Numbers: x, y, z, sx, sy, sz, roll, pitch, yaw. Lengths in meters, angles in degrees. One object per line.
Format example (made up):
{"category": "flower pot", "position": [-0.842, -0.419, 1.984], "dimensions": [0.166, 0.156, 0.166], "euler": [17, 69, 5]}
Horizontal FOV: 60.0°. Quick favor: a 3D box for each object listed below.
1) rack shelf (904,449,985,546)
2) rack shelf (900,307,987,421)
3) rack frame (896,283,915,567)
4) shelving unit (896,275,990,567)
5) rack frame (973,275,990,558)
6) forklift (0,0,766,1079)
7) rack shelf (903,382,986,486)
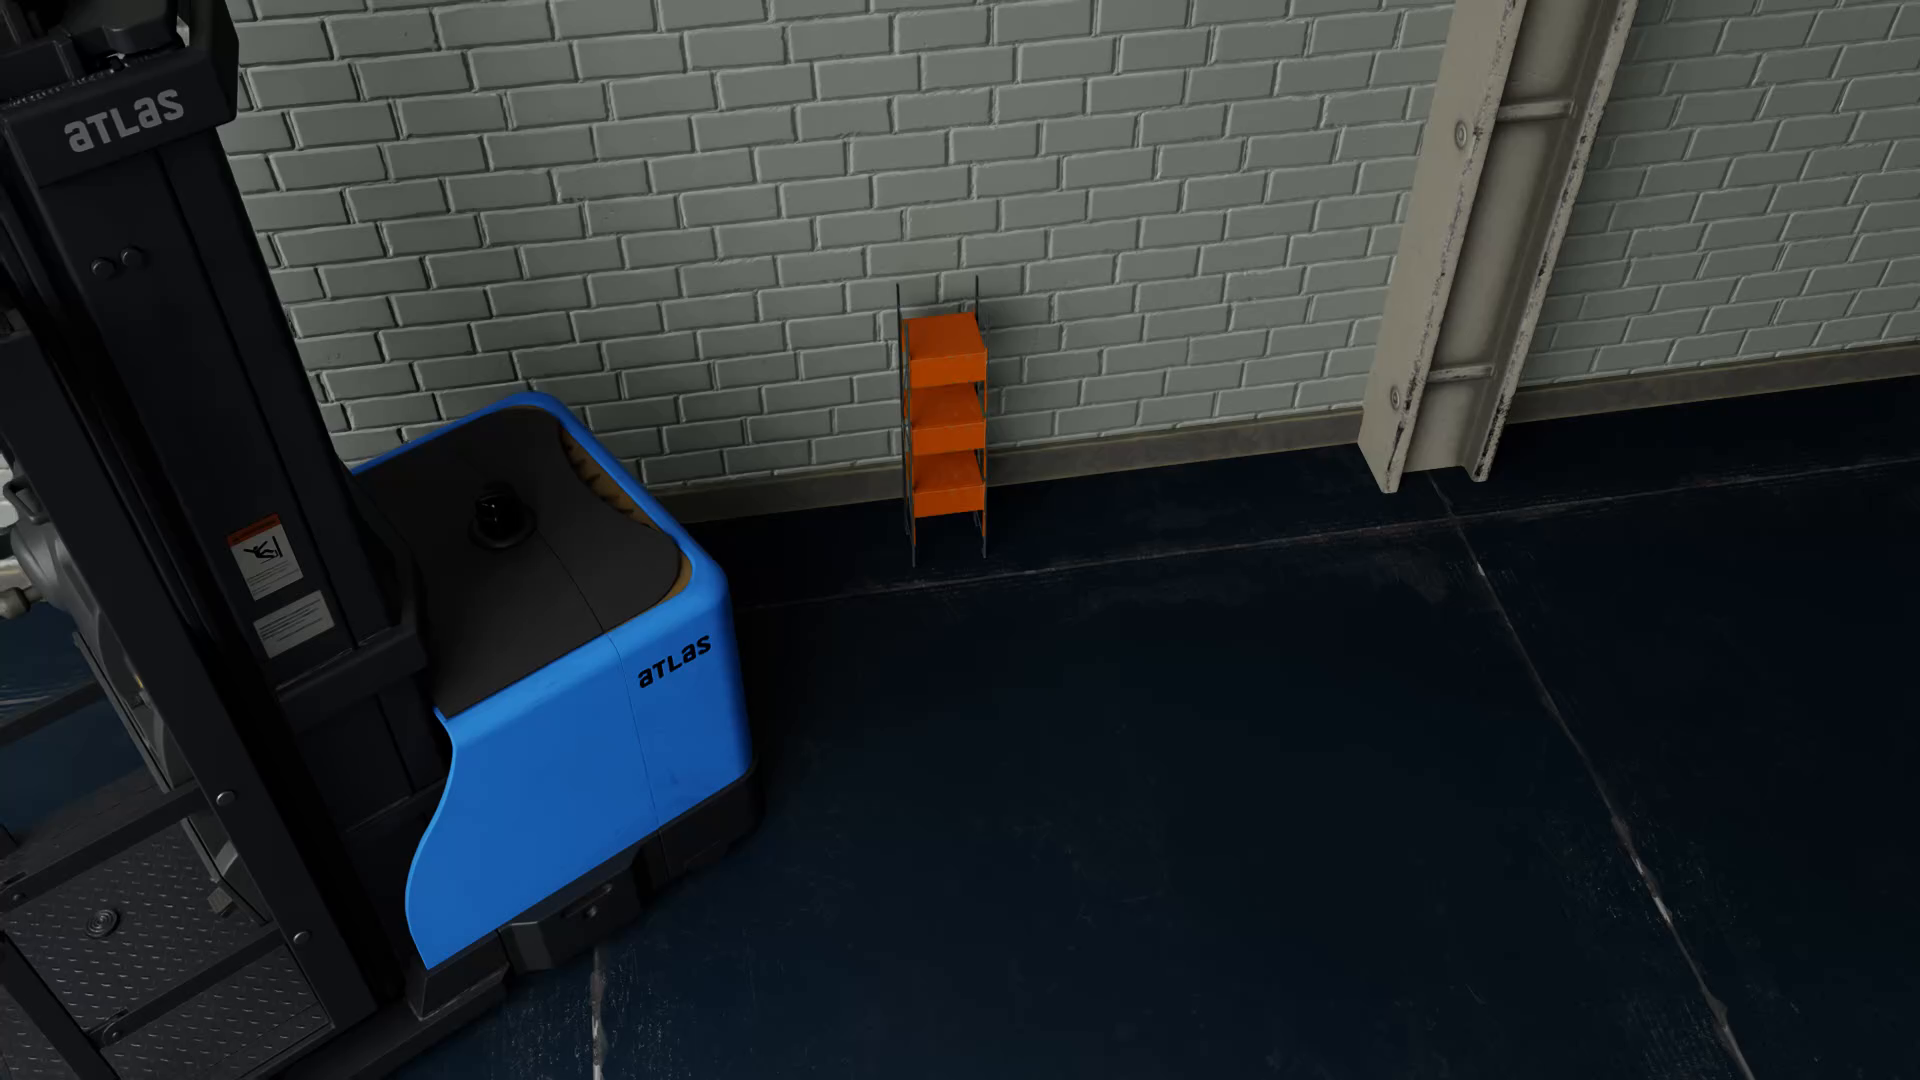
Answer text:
{"category": "rack shelf", "position": [-0.053, -0.158, 5.573], "dimensions": [0.240, 0.259, 0.215], "euler": [-7, 46, -7]}
{"category": "rack shelf", "position": [-0.053, -0.547, 5.169], "dimensions": [0.240, 0.259, 0.215], "euler": [-7, 46, -7]}
{"category": "rack frame", "position": [-0.173, -0.343, 5.351], "dimensions": [0.008, 1.050, 0.200], "euler": [-7, 46, -7]}
{"category": "shelving unit", "position": [-0.053, -0.358, 5.366], "dimensions": [0.252, 1.050, 0.215], "euler": [-7, 46, -7]}
{"category": "rack frame", "position": [0.067, -0.373, 5.380], "dimensions": [0.008, 1.050, 0.200], "euler": [-7, 46, -7]}
{"category": "forklift", "position": [-2.036, 0.221, 3.502], "dimensions": [3.031, 2.935, 1.130], "euler": [-30, 53, -26]}
{"category": "rack shelf", "position": [-0.053, -0.350, 5.373], "dimensions": [0.240, 0.259, 0.215], "euler": [-7, 46, -7]}
